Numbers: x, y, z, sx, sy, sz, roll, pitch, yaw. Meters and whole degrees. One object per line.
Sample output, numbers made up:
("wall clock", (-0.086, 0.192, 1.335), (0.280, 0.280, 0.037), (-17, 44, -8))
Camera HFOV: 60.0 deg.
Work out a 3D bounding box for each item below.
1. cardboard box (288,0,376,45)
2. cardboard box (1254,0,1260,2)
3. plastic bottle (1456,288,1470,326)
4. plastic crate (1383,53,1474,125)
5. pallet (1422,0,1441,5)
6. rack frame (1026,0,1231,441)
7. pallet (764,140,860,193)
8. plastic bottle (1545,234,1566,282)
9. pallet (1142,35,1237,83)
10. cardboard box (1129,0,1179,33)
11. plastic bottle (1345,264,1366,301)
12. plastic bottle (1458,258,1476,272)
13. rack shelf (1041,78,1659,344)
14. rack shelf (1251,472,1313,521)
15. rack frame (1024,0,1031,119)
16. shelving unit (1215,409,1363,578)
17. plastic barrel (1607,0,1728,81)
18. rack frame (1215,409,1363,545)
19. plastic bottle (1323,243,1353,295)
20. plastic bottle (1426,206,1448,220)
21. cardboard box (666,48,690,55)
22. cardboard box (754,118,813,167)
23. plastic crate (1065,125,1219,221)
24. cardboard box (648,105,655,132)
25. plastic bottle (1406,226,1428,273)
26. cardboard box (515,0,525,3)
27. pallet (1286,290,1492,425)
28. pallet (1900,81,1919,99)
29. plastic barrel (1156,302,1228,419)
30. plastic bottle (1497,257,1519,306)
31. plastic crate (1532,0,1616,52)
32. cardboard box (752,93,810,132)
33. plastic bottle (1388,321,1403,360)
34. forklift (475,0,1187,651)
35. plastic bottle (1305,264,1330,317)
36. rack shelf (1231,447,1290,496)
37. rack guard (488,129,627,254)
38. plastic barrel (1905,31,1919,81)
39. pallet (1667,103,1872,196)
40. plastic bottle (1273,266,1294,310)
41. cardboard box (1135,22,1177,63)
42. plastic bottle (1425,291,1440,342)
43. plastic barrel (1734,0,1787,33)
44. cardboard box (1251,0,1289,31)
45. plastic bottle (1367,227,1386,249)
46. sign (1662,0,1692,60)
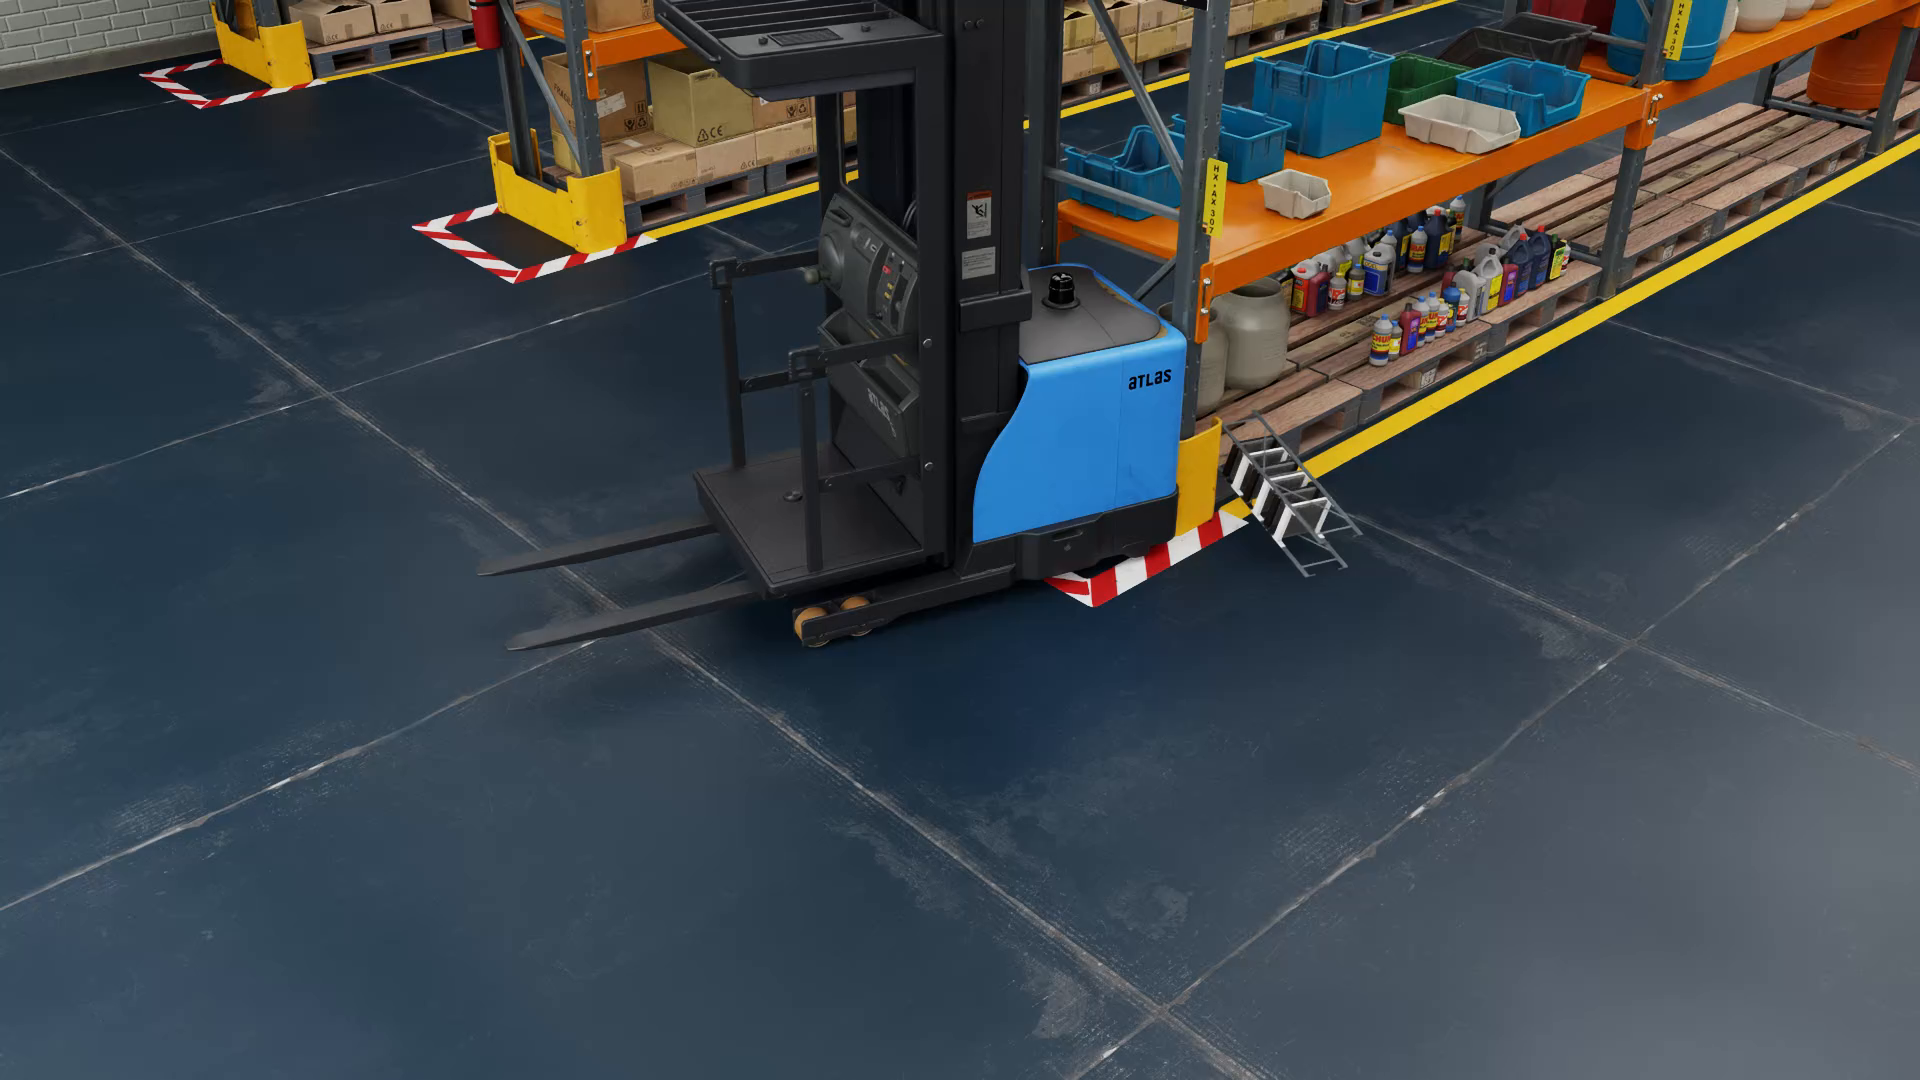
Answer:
("cardboard box", (-5.475, -4.561, 14.489), (0.500, 0.311, 0.500), (24, 39, 34))
("cardboard box", (2.600, -5.032, 14.799), (0.500, 0.311, 0.500), (-27, 40, -36))
("plastic bottle", (2.782, -1.302, 9.265), (0.097, 0.201, 0.097), (0, 31, 0))
("plastic crate", (2.438, -2.474, 9.124), (0.662, 0.188, 0.450), (-26, 40, -35))
("pallet", (4.661, -5.744, 16.942), (1.213, 0.211, 1.003), (-26, 40, -35))
("rack frame", (0.692, -1.519, 7.359), (0.127, 3.000, 1.000), (-26, 40, -35))
("pallet", (-1.246, -2.944, 12.362), (1.213, 0.211, 1.003), (-26, 40, -35))
("plastic bottle", (3.497, -1.670, 9.788), (0.133, 0.283, 0.061), (-24, 39, -33))
("pallet", (1.669, -4.356, 14.671), (1.213, 0.211, 1.003), (-26, 40, -35))
("cardboard box", (1.482, -4.491, 13.914), (0.500, 0.311, 0.500), (-27, 41, -37))
("plastic bottle", (2.279, -1.490, 9.572), (0.097, 0.201, 0.097), (0, 31, 0))
("plastic bottle", (2.883, -1.476, 9.470), (0.133, 0.283, 0.061), (-26, 40, -35))
("rack shelf", (2.159, -1.922, 8.707), (4.000, 0.370, 1.077), (-26, 40, -35))
("rack shelf", (1.493, -0.206, 7.673), (0.258, 0.200, 0.077), (-12, 48, -25))
("rack frame", (0.260, -4.834, 12.781), (0.127, 3.000, 1.000), (-26, 40, -35))
("shelving unit", (1.479, -0.228, 7.693), (0.258, 0.210, 0.900), (-12, 48, -25))
("plastic barrel", (4.115, -3.173, 9.583), (0.708, 0.901, 0.600), (-26, 40, -35))
("rack frame", (1.496, -0.301, 7.625), (0.240, 0.006, 0.900), (-12, 48, -25))
("plastic bottle", (2.165, -1.584, 9.583), (0.185, 0.351, 0.144), (-24, 39, -34))
("plastic bottle", (2.875, -1.893, 10.160), (0.135, 0.276, 0.152), (-24, 39, -34))
("cardboard box", (-1.759, -3.406, 11.959), (0.500, 0.500, 0.500), (-26, 40, -35))
("cardboard box", (-1.397, -2.883, 11.822), (0.500, 0.250, 0.500), (-26, 40, -35))
("plastic crate", (0.856, -1.748, 7.876), (0.616, 0.251, 0.499), (-26, 40, -35))
("cardboard box", (-2.122, -2.907, 11.862), (0.500, 0.250, 0.500), (-26, 40, -35))
("plastic bottle", (2.727, -1.737, 9.908), (0.097, 0.271, 0.097), (0, 31, 0))
("cardboard box", (-4.297, -5.140, 15.591), (0.380, 0.149, 0.250), (26, 40, 35))
("pallet", (2.210, -1.091, 9.332), (1.213, 0.211, 1.003), (-26, 40, -35))
("pallet", (8.003, -3.893, 13.915), (1.213, 0.211, 1.003), (-26, 40, -35))
("plastic barrel", (1.123, -0.900, 8.328), (0.421, 0.512, 0.421), (0, 31, 0))
("plastic bottle", (3.117, -1.487, 9.488), (0.133, 0.283, 0.061), (-23, 38, -32))
("plastic crate", (3.772, -3.254, 10.135), (0.583, 0.464, 0.402), (-26, 40, -35))
("cardboard box", (-1.405, -3.207, 11.634), (0.500, 0.500, 0.500), (-26, 40, -35))
("plastic bottle", (2.310, -1.074, 8.891), (0.097, 0.201, 0.097), (0, 31, 0))
("forklift", (-0.566, -1.113, 6.761), (3.031, 2.935, 1.130), (-14, 34, -21))
("plastic bottle", (2.017, -1.406, 9.356), (0.133, 0.283, 0.061), (-26, 40, -35))
("rack shelf", (1.416, -0.326, 7.783), (0.258, 0.200, 0.077), (-12, 48, -25))
("rack guard", (-2.690, -2.341, 11.098), (0.348, 0.500, 1.175), (-26, 40, -35))
("plastic barrel", (7.734, -4.088, 13.469), (0.708, 0.588, 0.600), (-26, 40, -35))
("pallet", (5.964, -2.907, 12.302), (1.213, 0.211, 1.003), (-26, 40, -35))
("plastic bottle", (1.814, -1.416, 9.372), (0.133, 0.283, 0.061), (-25, 39, -34))
("cardboard box", (1.478, -4.254, 14.065), (0.500, 0.250, 0.500), (-27, 41, -37))
("plastic bottle", (2.558, -1.224, 9.070), (0.097, 0.271, 0.097), (0, 31, 0))
("plastic barrel", (5.014, -3.512, 10.488), (0.433, 0.535, 0.433), (0, 31, 0))
("cardboard box", (2.598, -4.795, 14.950), (0.500, 0.250, 0.500), (-26, 40, -36))
("plastic bottle", (2.464, -1.730, 9.886), (0.133, 0.283, 0.061), (-24, 39, -33))
("sign", (3.991, -2.842, 9.257), (0.005, 0.325, 0.100), (-26, 40, -35))
